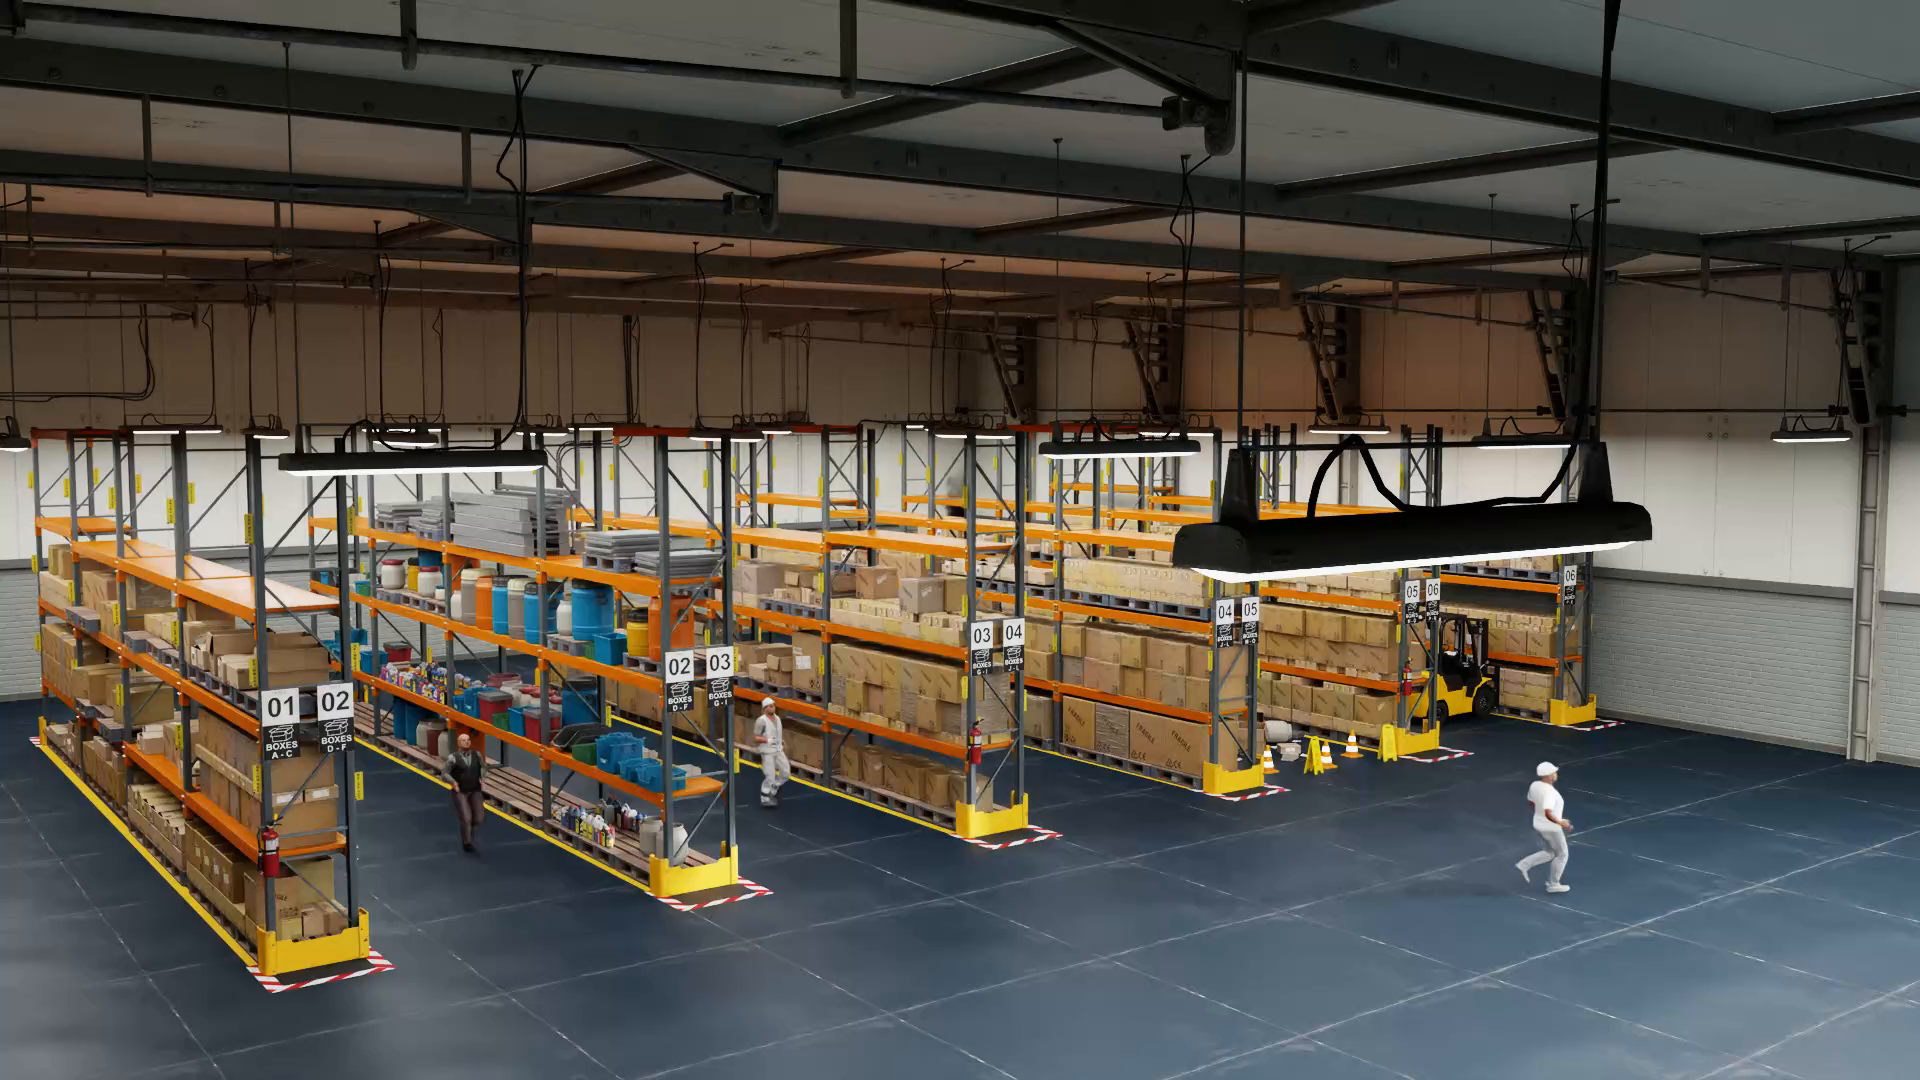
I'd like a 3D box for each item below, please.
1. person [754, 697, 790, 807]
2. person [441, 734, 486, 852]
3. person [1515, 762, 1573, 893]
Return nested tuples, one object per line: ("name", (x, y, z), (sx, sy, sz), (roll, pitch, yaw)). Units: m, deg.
("person", (-2.943, 3.371, 26.365), (0.601, 1.746, 0.641), (4, 6, 43))
("person", (-7.109, 3.618, 23.908), (0.657, 1.669, 0.612), (-3, 5, -35))
("person", (7.665, 3.761, 21.771), (0.696, 1.723, 0.704), (0, 4, -4))
